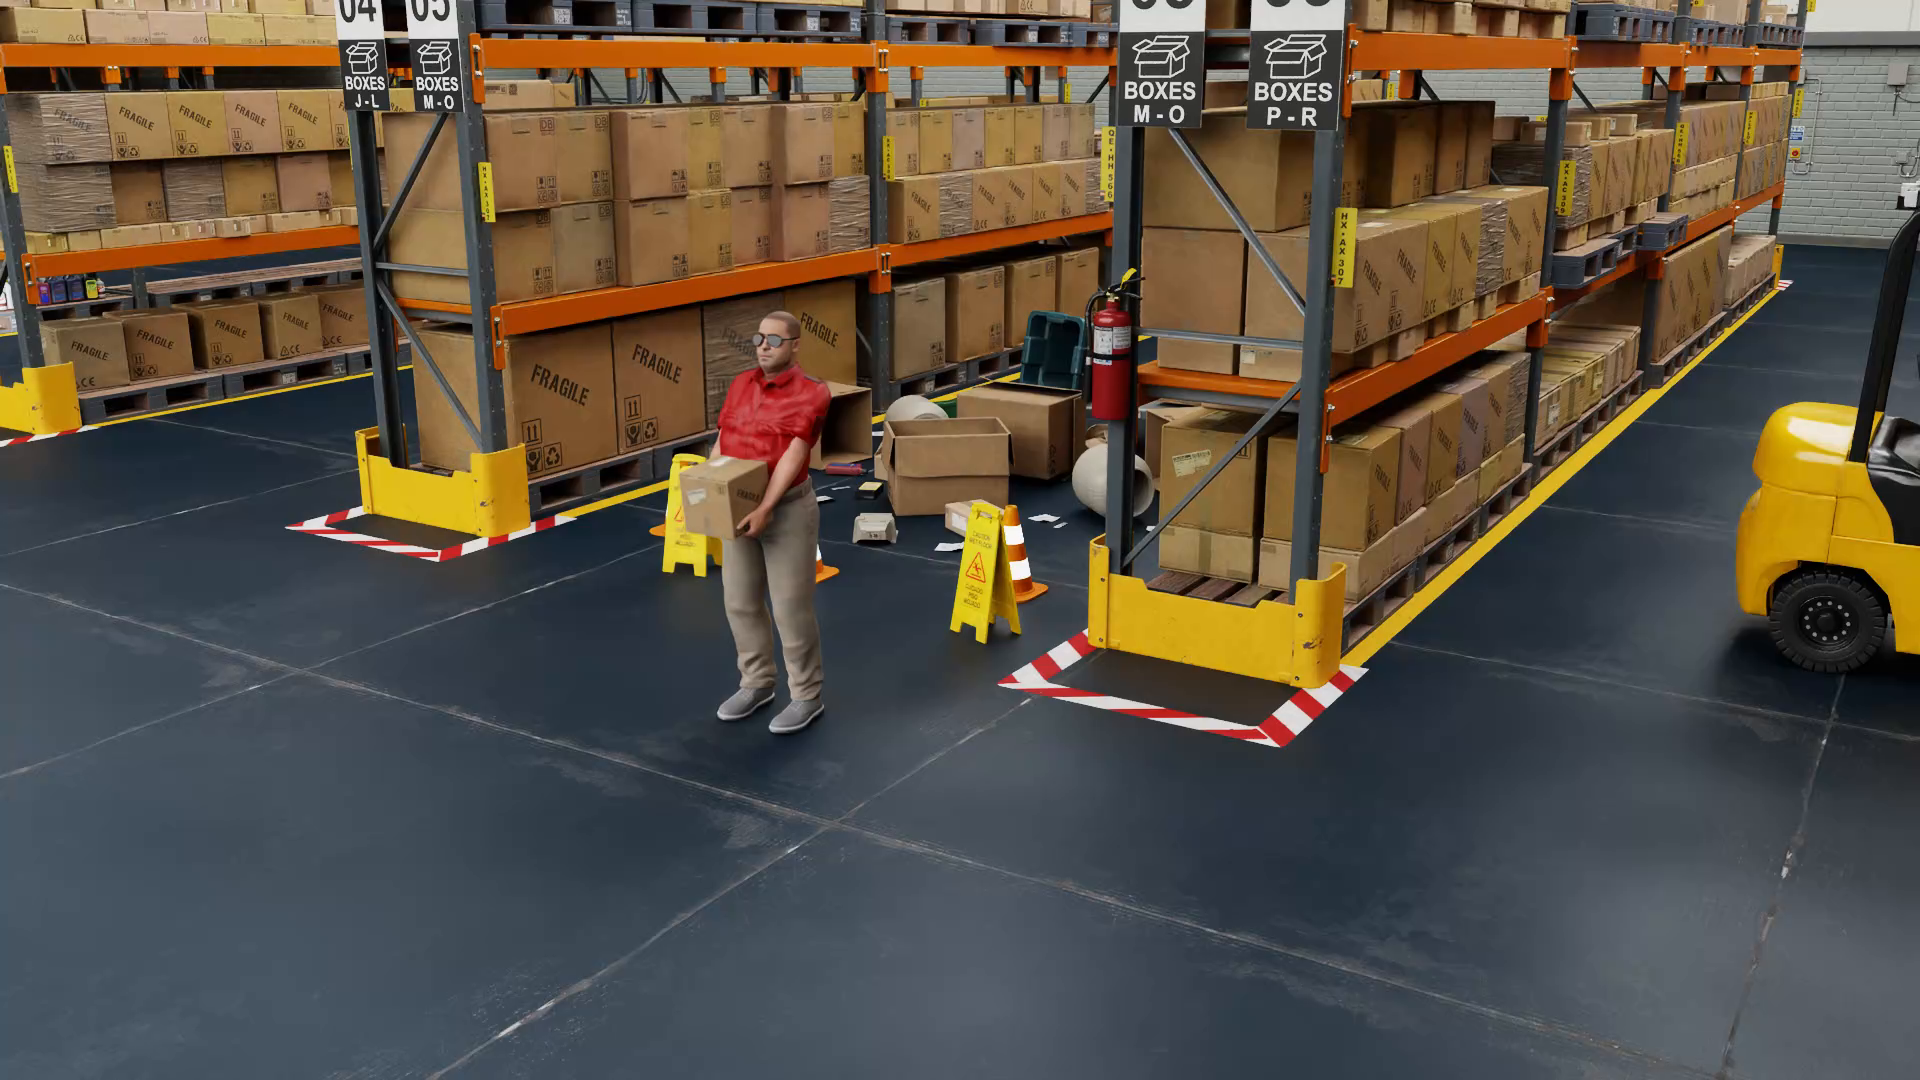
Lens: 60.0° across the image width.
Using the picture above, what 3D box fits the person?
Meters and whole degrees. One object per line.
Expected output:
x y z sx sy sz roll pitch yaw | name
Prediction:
-0.822 -0.058 6.787 0.494 1.715 0.537 10 19 31 | person
